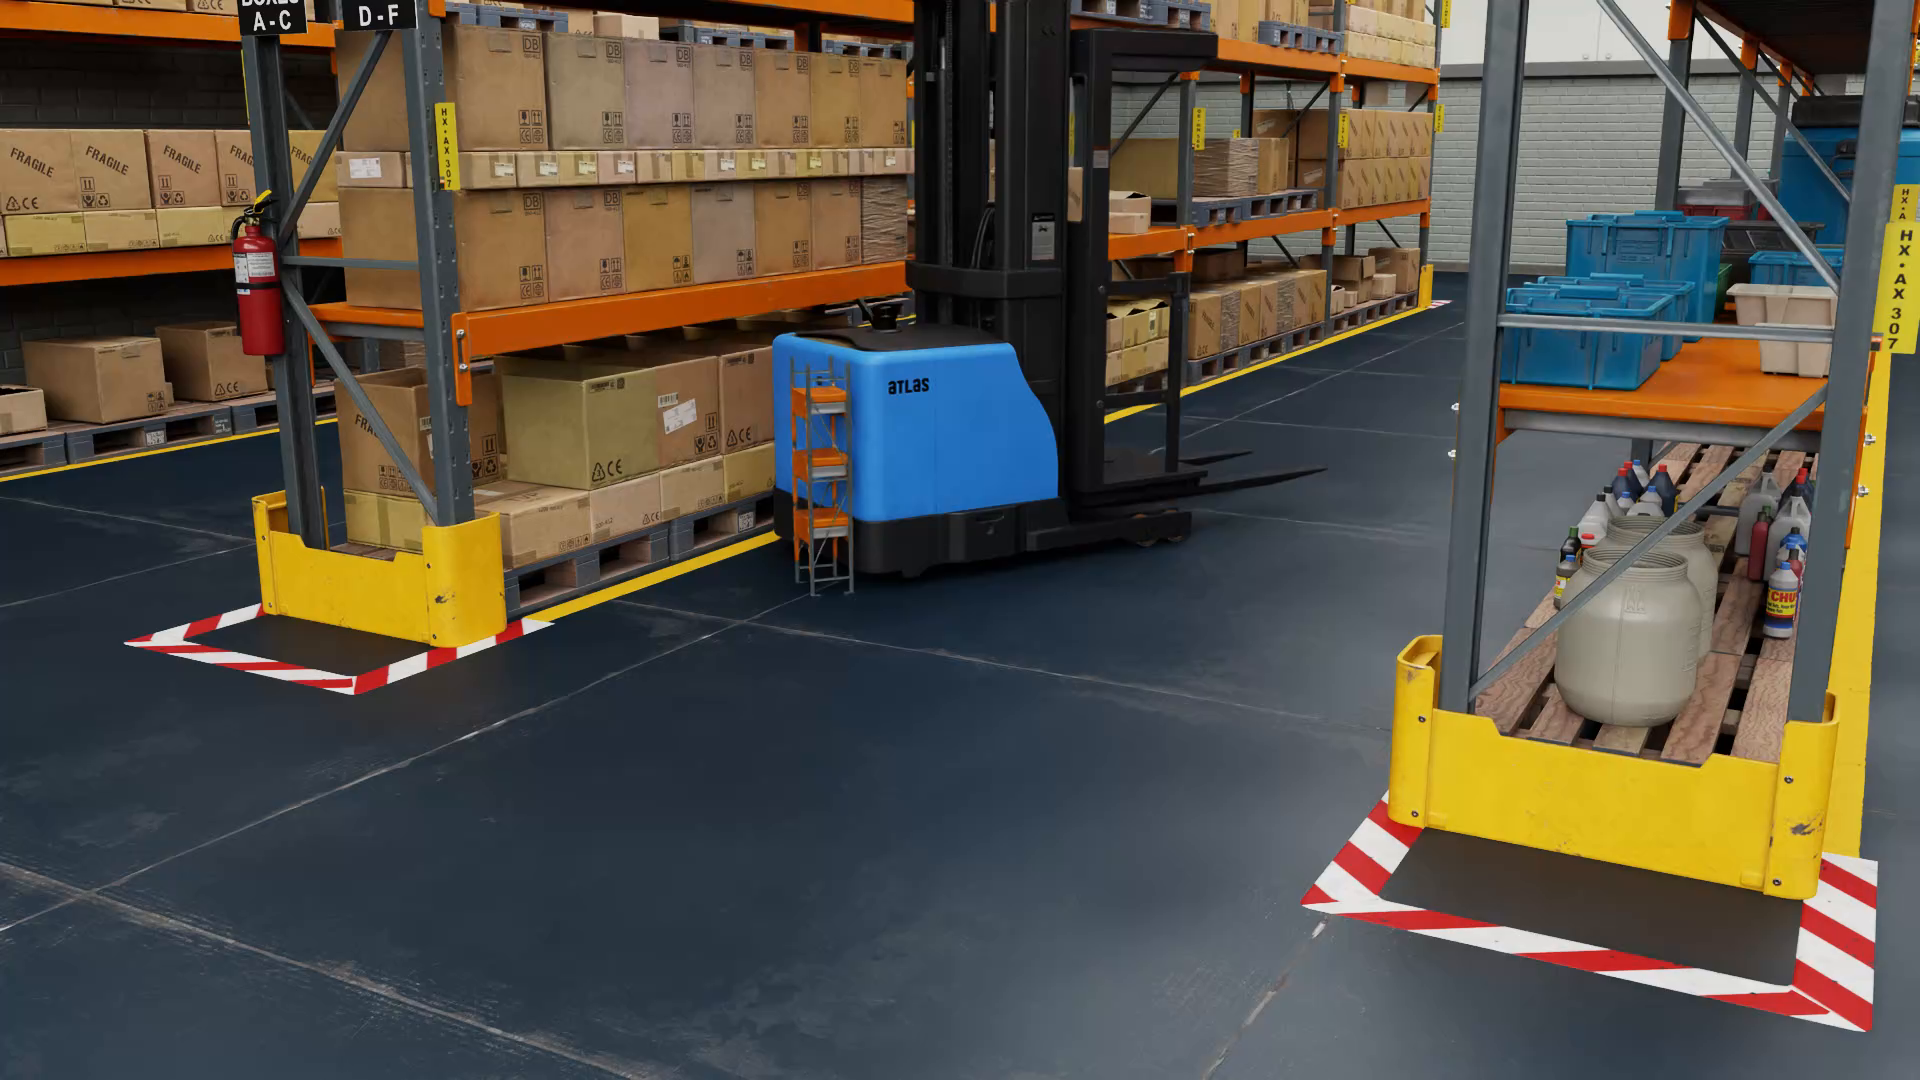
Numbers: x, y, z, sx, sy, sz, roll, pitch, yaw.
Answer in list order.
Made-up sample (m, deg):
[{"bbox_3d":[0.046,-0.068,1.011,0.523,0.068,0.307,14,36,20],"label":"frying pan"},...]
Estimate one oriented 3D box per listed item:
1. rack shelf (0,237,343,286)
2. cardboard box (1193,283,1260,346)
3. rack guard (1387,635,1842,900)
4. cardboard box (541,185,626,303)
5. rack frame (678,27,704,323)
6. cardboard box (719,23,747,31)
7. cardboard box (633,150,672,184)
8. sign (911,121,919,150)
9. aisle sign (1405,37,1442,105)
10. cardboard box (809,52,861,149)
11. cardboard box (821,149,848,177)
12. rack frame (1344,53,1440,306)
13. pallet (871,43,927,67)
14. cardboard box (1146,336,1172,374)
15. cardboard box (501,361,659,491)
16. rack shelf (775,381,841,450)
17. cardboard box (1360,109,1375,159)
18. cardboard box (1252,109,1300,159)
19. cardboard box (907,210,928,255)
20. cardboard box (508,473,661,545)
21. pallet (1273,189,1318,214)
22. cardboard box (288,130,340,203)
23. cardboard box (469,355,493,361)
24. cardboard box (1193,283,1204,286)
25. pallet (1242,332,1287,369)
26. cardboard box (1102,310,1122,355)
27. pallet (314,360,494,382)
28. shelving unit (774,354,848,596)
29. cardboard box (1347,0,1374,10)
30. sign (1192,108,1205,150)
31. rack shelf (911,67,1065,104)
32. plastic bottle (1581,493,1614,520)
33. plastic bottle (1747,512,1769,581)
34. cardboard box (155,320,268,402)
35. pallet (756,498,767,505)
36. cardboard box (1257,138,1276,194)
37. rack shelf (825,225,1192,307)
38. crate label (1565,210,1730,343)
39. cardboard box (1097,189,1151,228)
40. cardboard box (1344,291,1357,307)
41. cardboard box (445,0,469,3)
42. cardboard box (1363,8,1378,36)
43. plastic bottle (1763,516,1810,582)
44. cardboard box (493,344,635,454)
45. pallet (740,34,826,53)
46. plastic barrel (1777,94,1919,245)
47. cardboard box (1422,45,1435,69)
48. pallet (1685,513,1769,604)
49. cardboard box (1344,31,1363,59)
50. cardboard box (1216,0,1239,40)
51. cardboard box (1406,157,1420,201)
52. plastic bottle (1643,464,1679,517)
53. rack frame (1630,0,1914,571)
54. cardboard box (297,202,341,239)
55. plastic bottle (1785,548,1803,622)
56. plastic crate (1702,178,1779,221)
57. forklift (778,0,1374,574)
[{"bbox_3d":[-5.831,-1.743,10.899,1.077,0.370,4.000,7,15,28],"label":"rack shelf"},{"bbox_3d":[2.373,-2.034,14.963,0.500,0.500,0.500,7,15,27],"label":"cardboard box"},{"bbox_3d":[1.871,0.634,4.837,1.175,0.500,0.348,7,15,28],"label":"rack guard"},{"bbox_3d":[-1.973,-1.373,7.617,0.700,0.500,0.500,8,16,29],"label":"cardboard box"},{"bbox_3d":[-2.930,-3.324,15.921,1.000,3.000,0.127,7,15,28],"label":"rack frame"},{"bbox_3d":[-2.536,-5.265,16.421,0.700,0.500,0.500,6,15,25],"label":"cardboard box"},{"bbox_3d":[-1.583,-1.754,7.812,0.380,0.149,0.250,7,15,26],"label":"cardboard box"},{"bbox_3d":[-0.517,-4.609,18.952,0.100,0.325,0.005,7,15,28],"label":"sign"},{"bbox_3d":[5.577,-5.648,20.013,0.394,0.787,0.004,7,15,28],"label":"aisle sign"},{"bbox_3d":[-0.978,-2.427,9.217,0.700,0.500,0.500,7,15,28],"label":"cardboard box"},{"bbox_3d":[-0.841,-2.068,9.115,0.380,0.149,0.250,7,15,28],"label":"cardboard box"},{"bbox_3d":[5.275,-4.405,20.404,1.000,3.000,0.127,7,15,28],"label":"rack frame"},{"bbox_3d":[-0.592,-5.726,19.675,1.003,0.211,1.213,7,15,28],"label":"pallet"},{"bbox_3d":[1.367,-1.495,13.307,0.500,0.250,0.500,8,16,29],"label":"cardboard box"},{"bbox_3d":[-1.765,-0.542,7.751,0.500,0.500,0.500,7,15,28],"label":"cardboard box"},{"bbox_3d":[-0.671,-0.560,7.447,0.215,0.259,0.240,-11,18,-39],"label":"rack shelf"},{"bbox_3d":[4.065,-4.289,17.579,0.500,0.500,0.500,7,15,26],"label":"cardboard box"},{"bbox_3d":[3.360,-4.252,17.423,0.500,0.500,0.500,7,15,28],"label":"cardboard box"},{"bbox_3d":[-0.326,-1.976,10.649,0.500,0.250,0.500,9,16,32],"label":"cardboard box"},{"bbox_3d":[-1.767,-0.177,7.840,0.500,0.250,0.500,7,15,28],"label":"cardboard box"},{"bbox_3d":[2.860,-3.339,16.394,1.003,0.211,1.213,7,15,28],"label":"pallet"},{"bbox_3d":[-4.822,-2.673,11.897,0.500,0.500,0.500,7,15,28],"label":"cardboard box"},{"bbox_3d":[-4.317,-1.767,13.856,0.700,0.500,0.500,7,15,27],"label":"cardboard box"},{"bbox_3d":[1.905,-2.087,15.184,0.500,0.500,0.500,7,15,26],"label":"cardboard box"},{"bbox_3d":[2.393,-1.806,15.575,1.003,0.211,1.213,7,15,28],"label":"pallet"},{"bbox_3d":[0.878,-1.558,12.368,0.500,0.311,0.500,7,15,28],"label":"cardboard box"},{"bbox_3d":[-4.489,-1.308,13.507,1.003,0.211,1.213,7,15,28],"label":"pallet"},{"bbox_3d":[-0.670,-0.294,7.512,0.215,1.050,0.252,-11,18,-39],"label":"shelving unit"},{"bbox_3d":[3.909,-5.768,17.310,0.700,0.500,0.500,7,15,28],"label":"cardboard box"},{"bbox_3d":[1.896,-3.264,13.202,0.100,0.325,0.005,7,15,28],"label":"sign"},{"bbox_3d":[-0.030,-5.663,20.760,1.077,0.370,4.000,7,15,28],"label":"rack shelf"},{"bbox_3d":[2.669,-0.024,6.947,0.144,0.351,0.185,8,16,30],"label":"plastic bottle"},{"bbox_3d":[3.325,0.017,6.919,0.061,0.283,0.133,7,15,28],"label":"plastic bottle"},{"bbox_3d":[-5.330,-1.284,11.856,0.500,0.500,0.500,6,15,24],"label":"cardboard box"},{"bbox_3d":[-0.947,-0.429,9.862,1.003,0.211,1.213,7,15,28],"label":"pallet"},{"bbox_3d":[2.542,-3.467,15.407,0.700,0.500,0.500,3,14,14],"label":"cardboard box"},{"bbox_3d":[0.441,-2.003,11.978,1.077,0.370,4.000,7,15,28],"label":"rack shelf"},{"bbox_3d":[2.528,-0.986,6.146,0.502,0.435,0.616,7,15,28],"label":"crate label"},{"bbox_3d":[1.194,-2.650,13.317,0.500,0.311,0.500,9,16,32],"label":"cardboard box"},{"bbox_3d":[4.144,-2.661,18.277,0.380,0.166,0.250,7,15,28],"label":"cardboard box"},{"bbox_3d":[-4.232,-4.352,13.078,0.500,0.311,0.500,8,16,30],"label":"cardboard box"},{"bbox_3d":[4.034,-5.387,17.331,0.500,0.250,0.500,7,15,28],"label":"cardboard box"},{"bbox_3d":[3.419,0.033,6.870,0.152,0.276,0.135,8,16,29],"label":"plastic bottle"},{"bbox_3d":[-1.990,-0.705,8.427,0.500,0.500,0.500,7,15,28],"label":"cardboard box"},{"bbox_3d":[-2.127,-5.058,17.117,1.003,0.211,1.213,8,16,31],"label":"pallet"},{"bbox_3d":[4.261,-1.669,7.989,0.600,0.901,0.708,7,15,28],"label":"plastic barrel"},{"bbox_3d":[5.258,-5.655,19.509,0.500,0.250,0.500,7,15,28],"label":"cardboard box"},{"bbox_3d":[3.448,0.108,7.636,1.003,0.211,1.213,7,15,28],"label":"pallet"},{"bbox_3d":[3.794,-5.041,16.964,0.500,0.250,0.500,7,15,28],"label":"cardboard box"},{"bbox_3d":[1.836,-4.468,14.054,0.910,0.500,0.500,7,15,28],"label":"cardboard box"},{"bbox_3d":[5.050,-4.224,19.440,0.500,0.500,0.500,8,15,29],"label":"cardboard box"},{"bbox_3d":[3.181,-0.172,7.560,0.144,0.351,0.185,7,15,28],"label":"plastic bottle"},{"bbox_3d":[3.809,-1.381,7.861,1.000,3.000,0.127,7,15,28],"label":"rack frame"},{"bbox_3d":[-4.827,-2.309,11.987,0.500,0.250,0.500,7,15,28],"label":"cardboard box"},{"bbox_3d":[3.150,0.165,6.304,0.061,0.283,0.133,8,16,29],"label":"plastic bottle"},{"bbox_3d":[4.693,-1.936,10.026,0.402,0.464,0.583,7,15,28],"label":"plastic crate"},{"bbox_3d":[0.648,-1.455,8.316,3.031,2.935,1.130,-5,14,-19],"label":"forklift"}]
